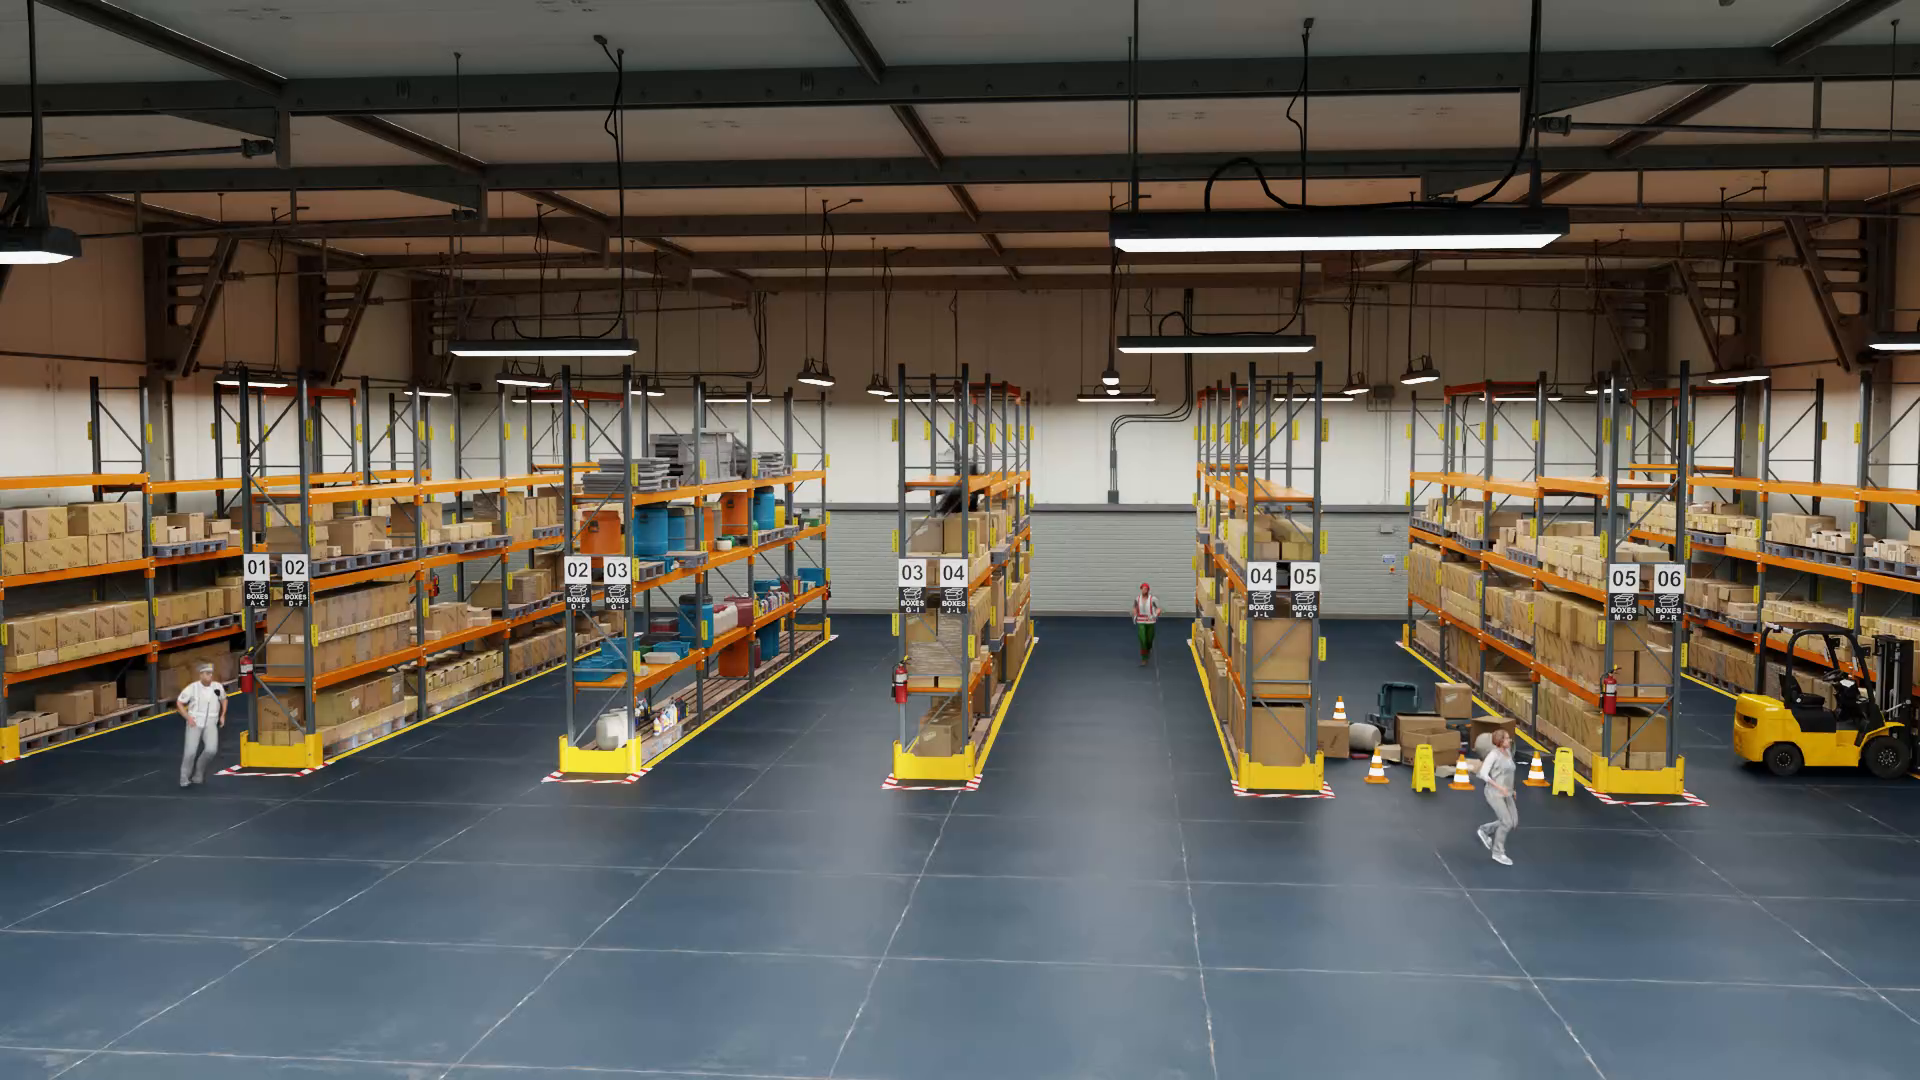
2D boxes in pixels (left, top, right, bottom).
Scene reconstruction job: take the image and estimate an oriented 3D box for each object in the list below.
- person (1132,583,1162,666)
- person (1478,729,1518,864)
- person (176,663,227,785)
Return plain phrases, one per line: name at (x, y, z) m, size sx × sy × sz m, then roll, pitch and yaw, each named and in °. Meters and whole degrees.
person at (4.042, 1.815, 36.023) m, size 0.647 × 1.777 × 0.803 m, roll 1°, pitch 4°, yaw 13°
person at (6.255, 2.986, 19.437) m, size 0.556 × 1.571 × 0.524 m, roll -3°, pitch 5°, yaw -40°
person at (-10.774, 2.618, 23.720) m, size 0.722 × 1.724 × 0.571 m, roll -3°, pitch 5°, yaw -38°
